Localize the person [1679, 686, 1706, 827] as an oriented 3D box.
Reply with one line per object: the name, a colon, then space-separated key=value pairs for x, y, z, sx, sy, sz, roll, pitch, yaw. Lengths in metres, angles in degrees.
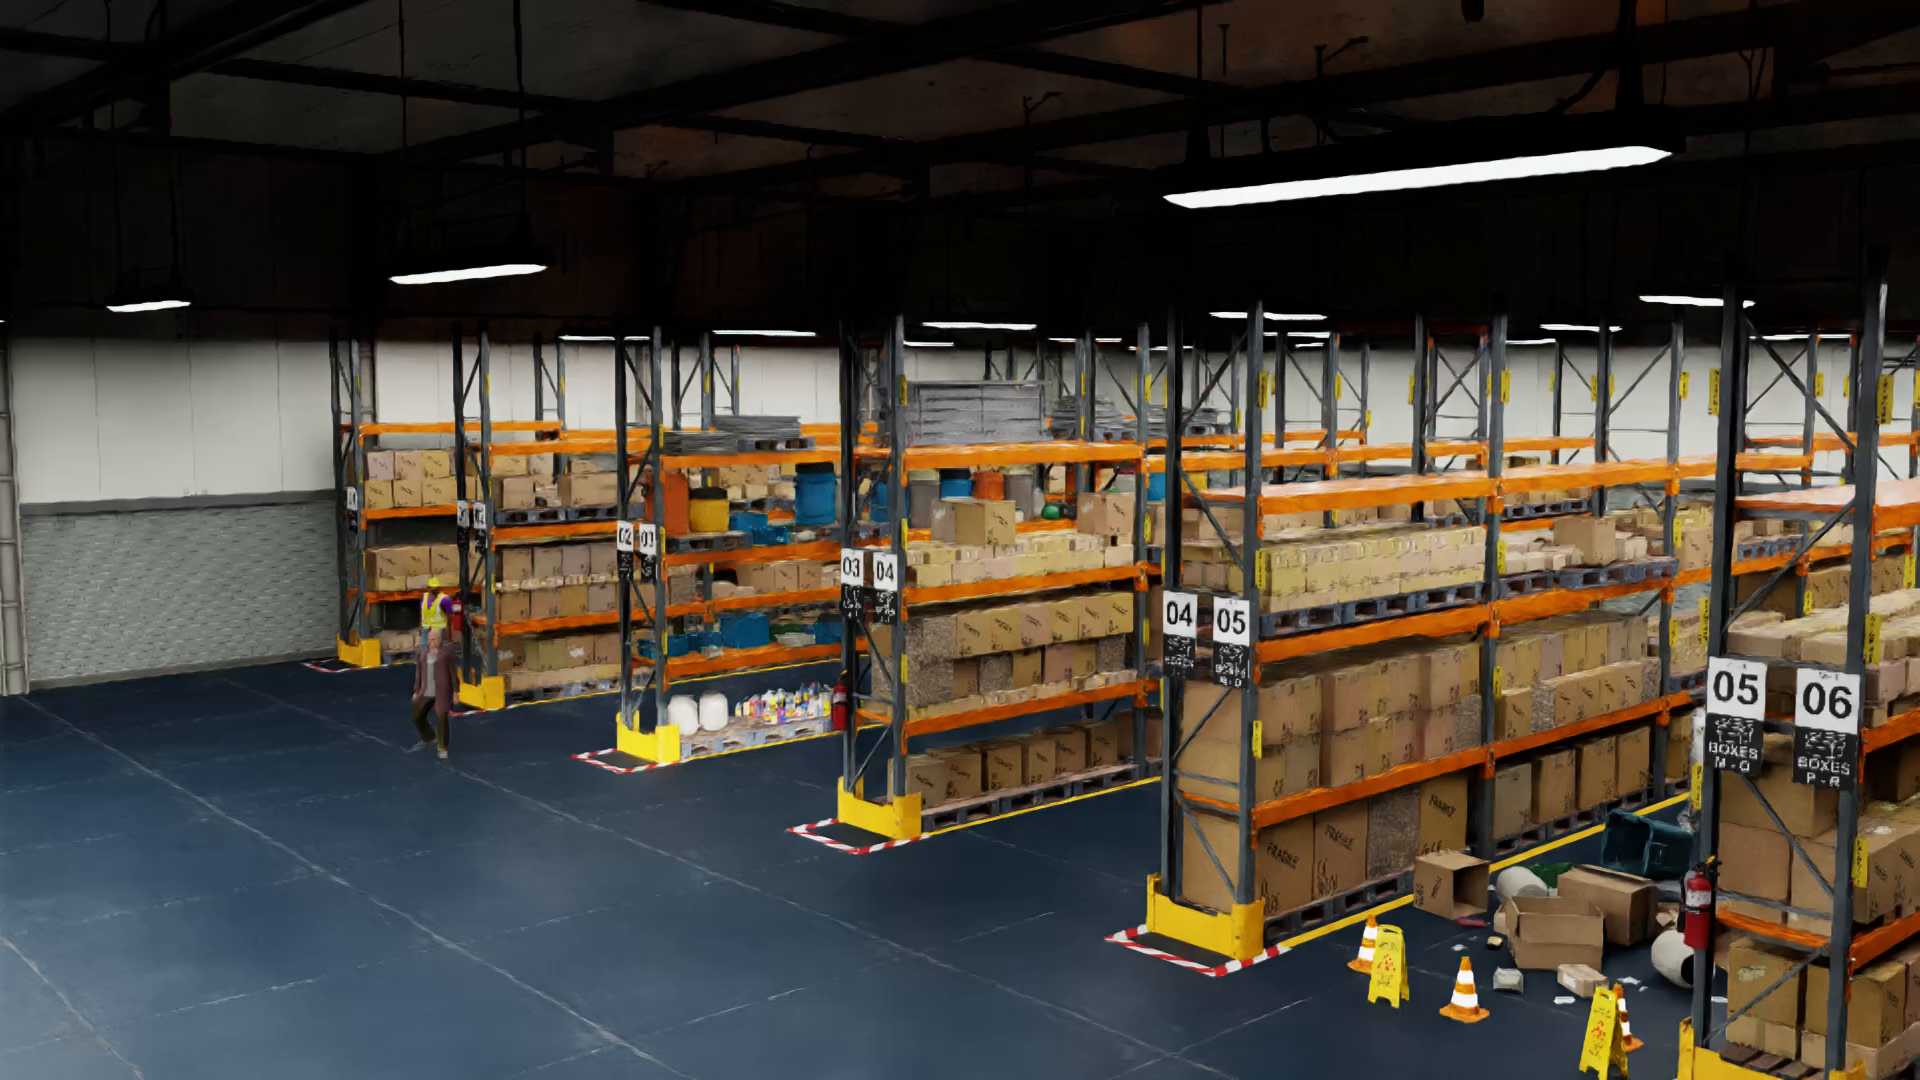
person: x=8.314 y=2.456 z=18.695 sx=0.382 sy=1.613 sz=0.512 roll=2 pitch=6 yaw=18

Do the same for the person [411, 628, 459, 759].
person: x=-7.146 y=2.054 z=22.551 sx=0.740 sy=1.767 sz=0.522 roll=1 pitch=6 yaw=9

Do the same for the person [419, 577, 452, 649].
person: x=-8.942 y=1.464 z=28.347 sx=0.614 sy=1.698 sz=0.545 roll=1 pitch=6 yaw=12
